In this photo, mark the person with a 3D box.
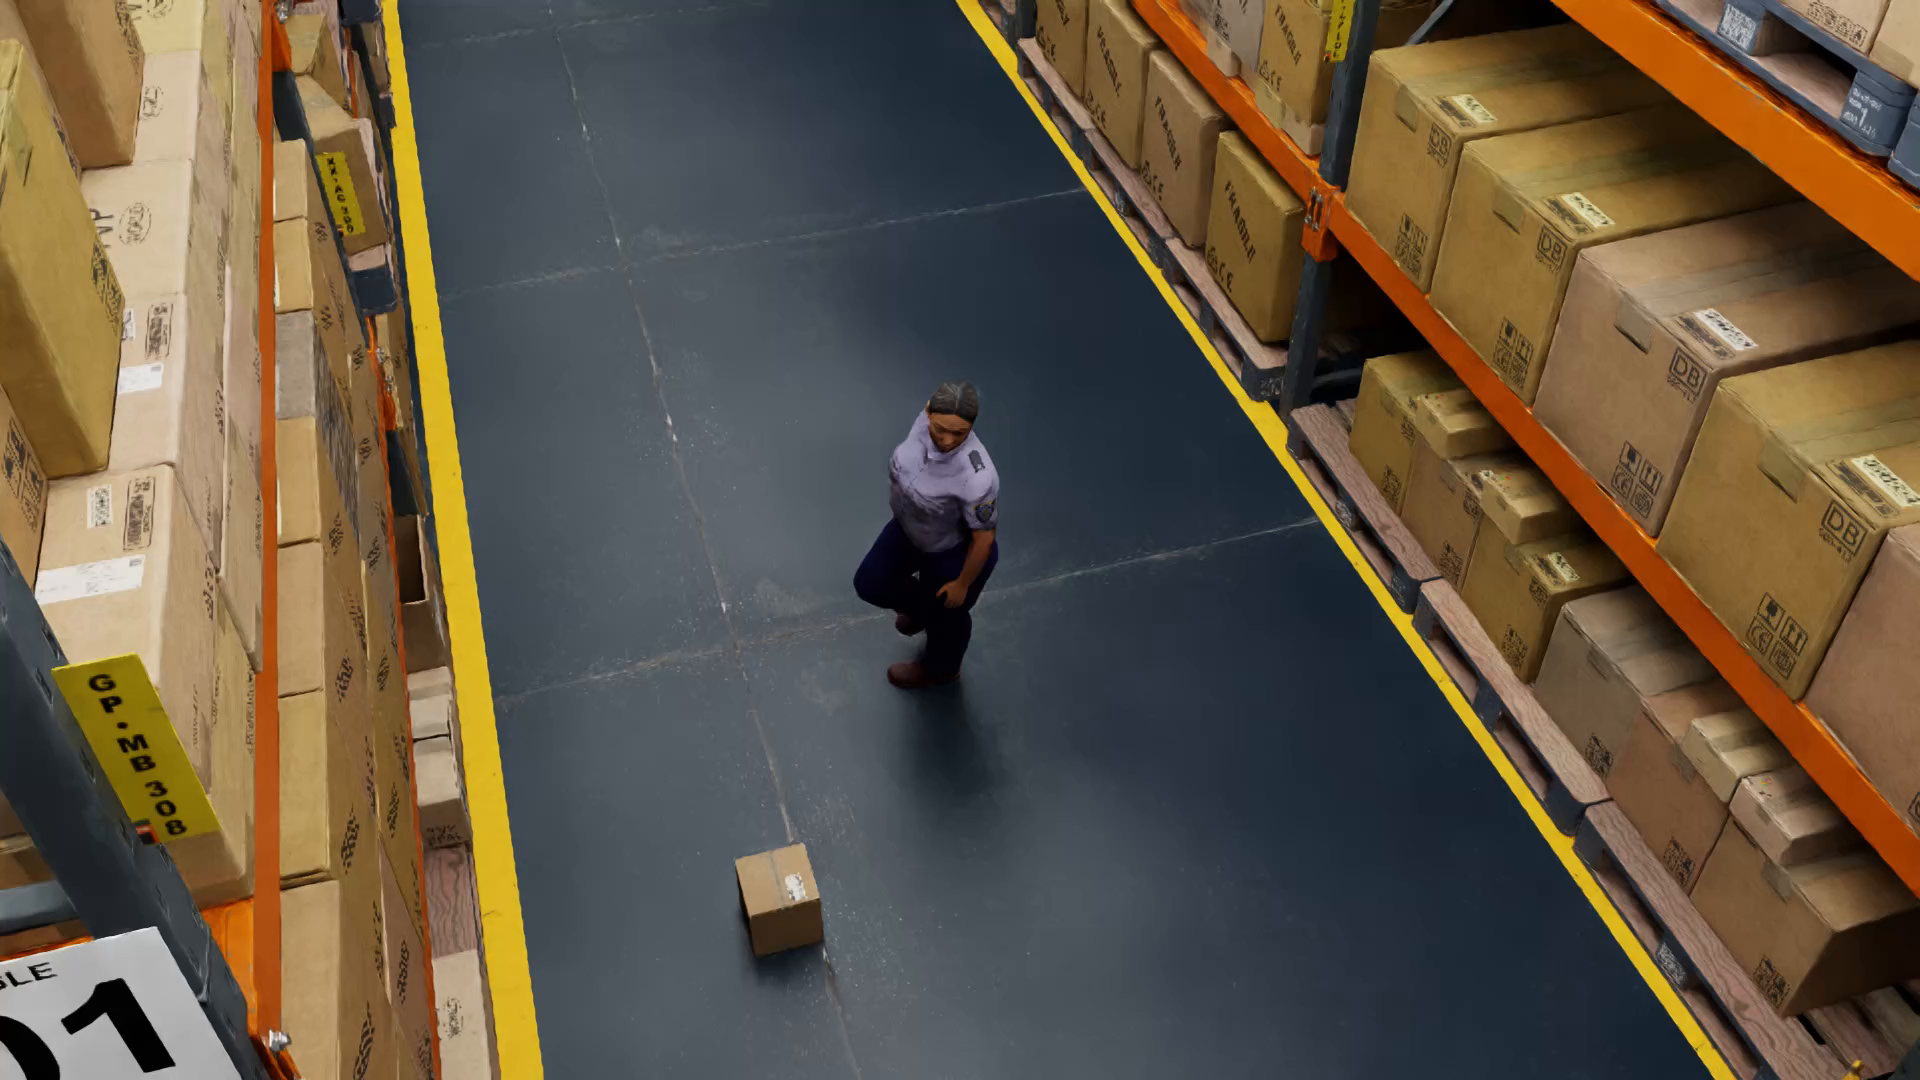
[{"bbox_3d":[-0.139,0.003,6.161,0.453,1.643,0.694,-19,46,-19],"label":"person"}]
